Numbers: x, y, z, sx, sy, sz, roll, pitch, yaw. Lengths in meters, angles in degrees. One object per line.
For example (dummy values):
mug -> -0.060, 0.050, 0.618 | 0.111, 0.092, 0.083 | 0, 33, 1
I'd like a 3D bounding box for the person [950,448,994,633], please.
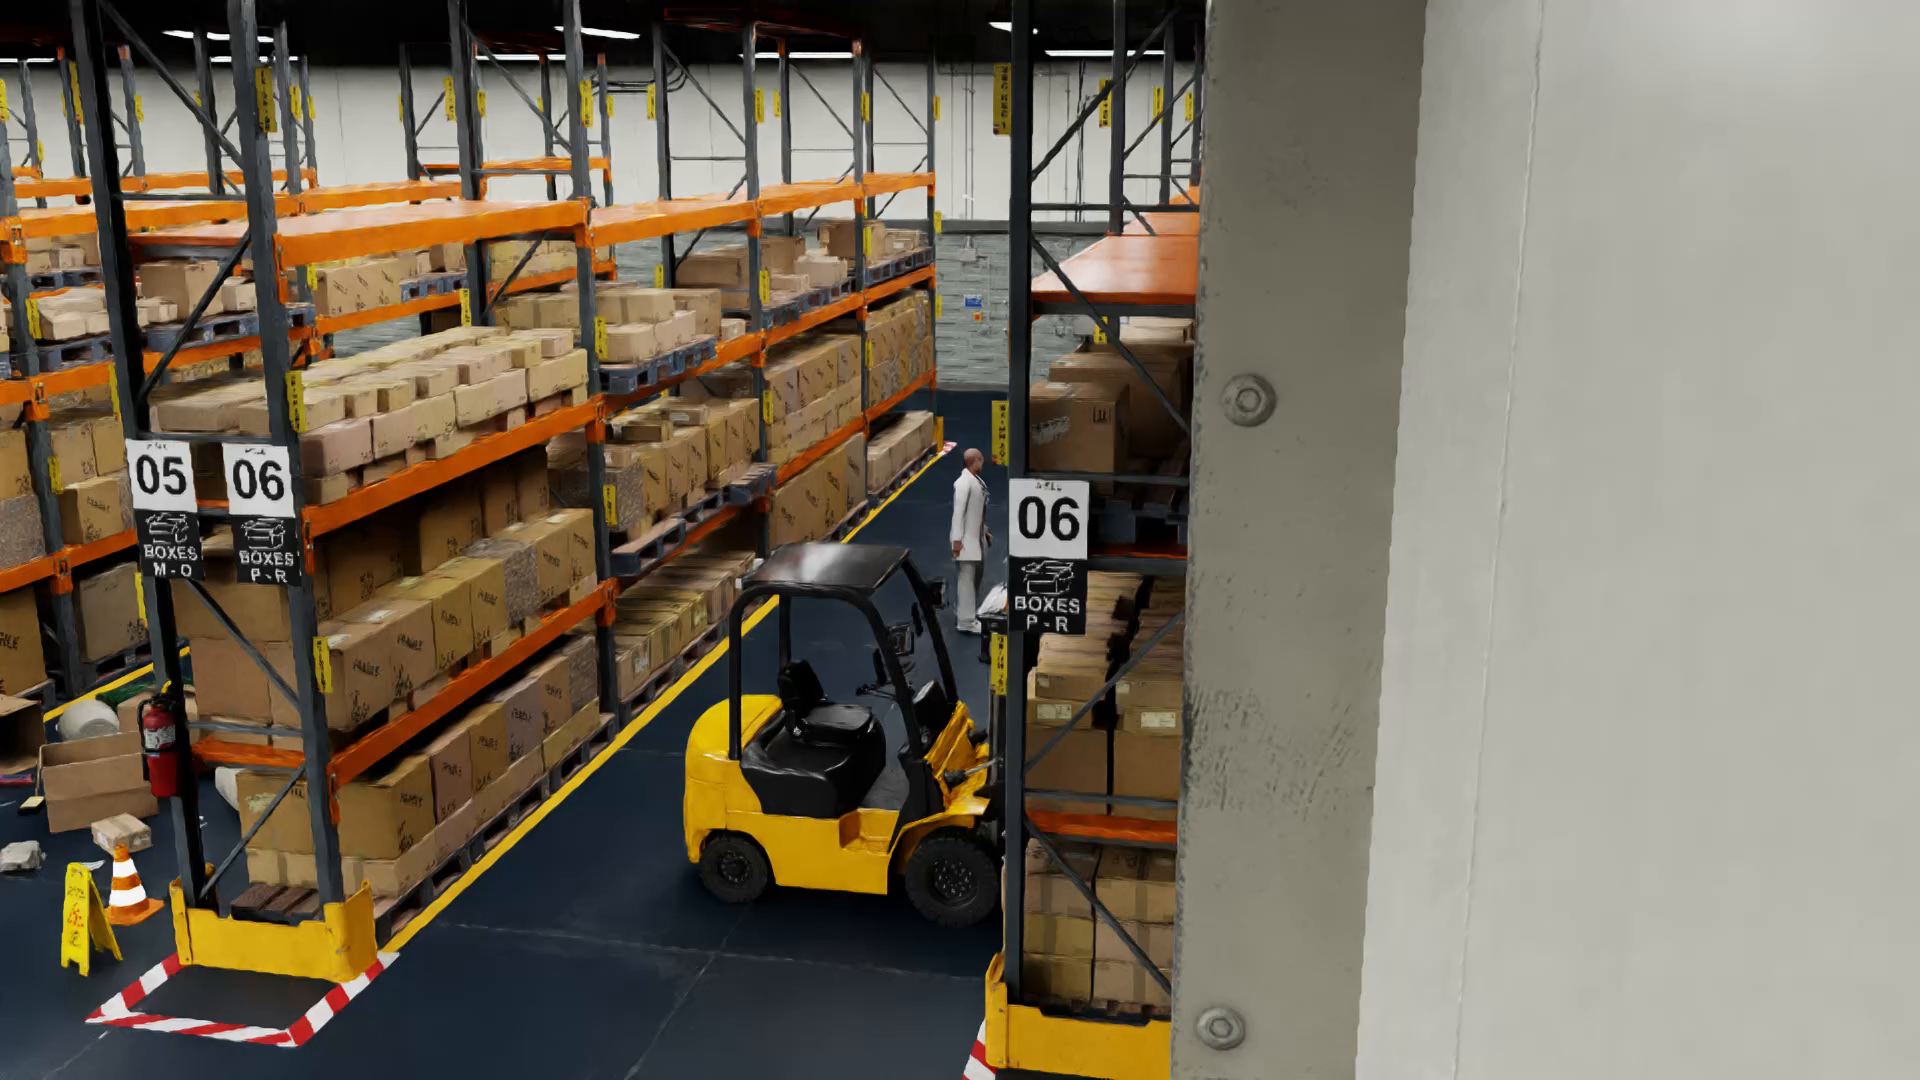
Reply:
person -> 0.144, -0.006, 16.373 | 0.614, 1.771, 0.683 | 6, 16, 23
